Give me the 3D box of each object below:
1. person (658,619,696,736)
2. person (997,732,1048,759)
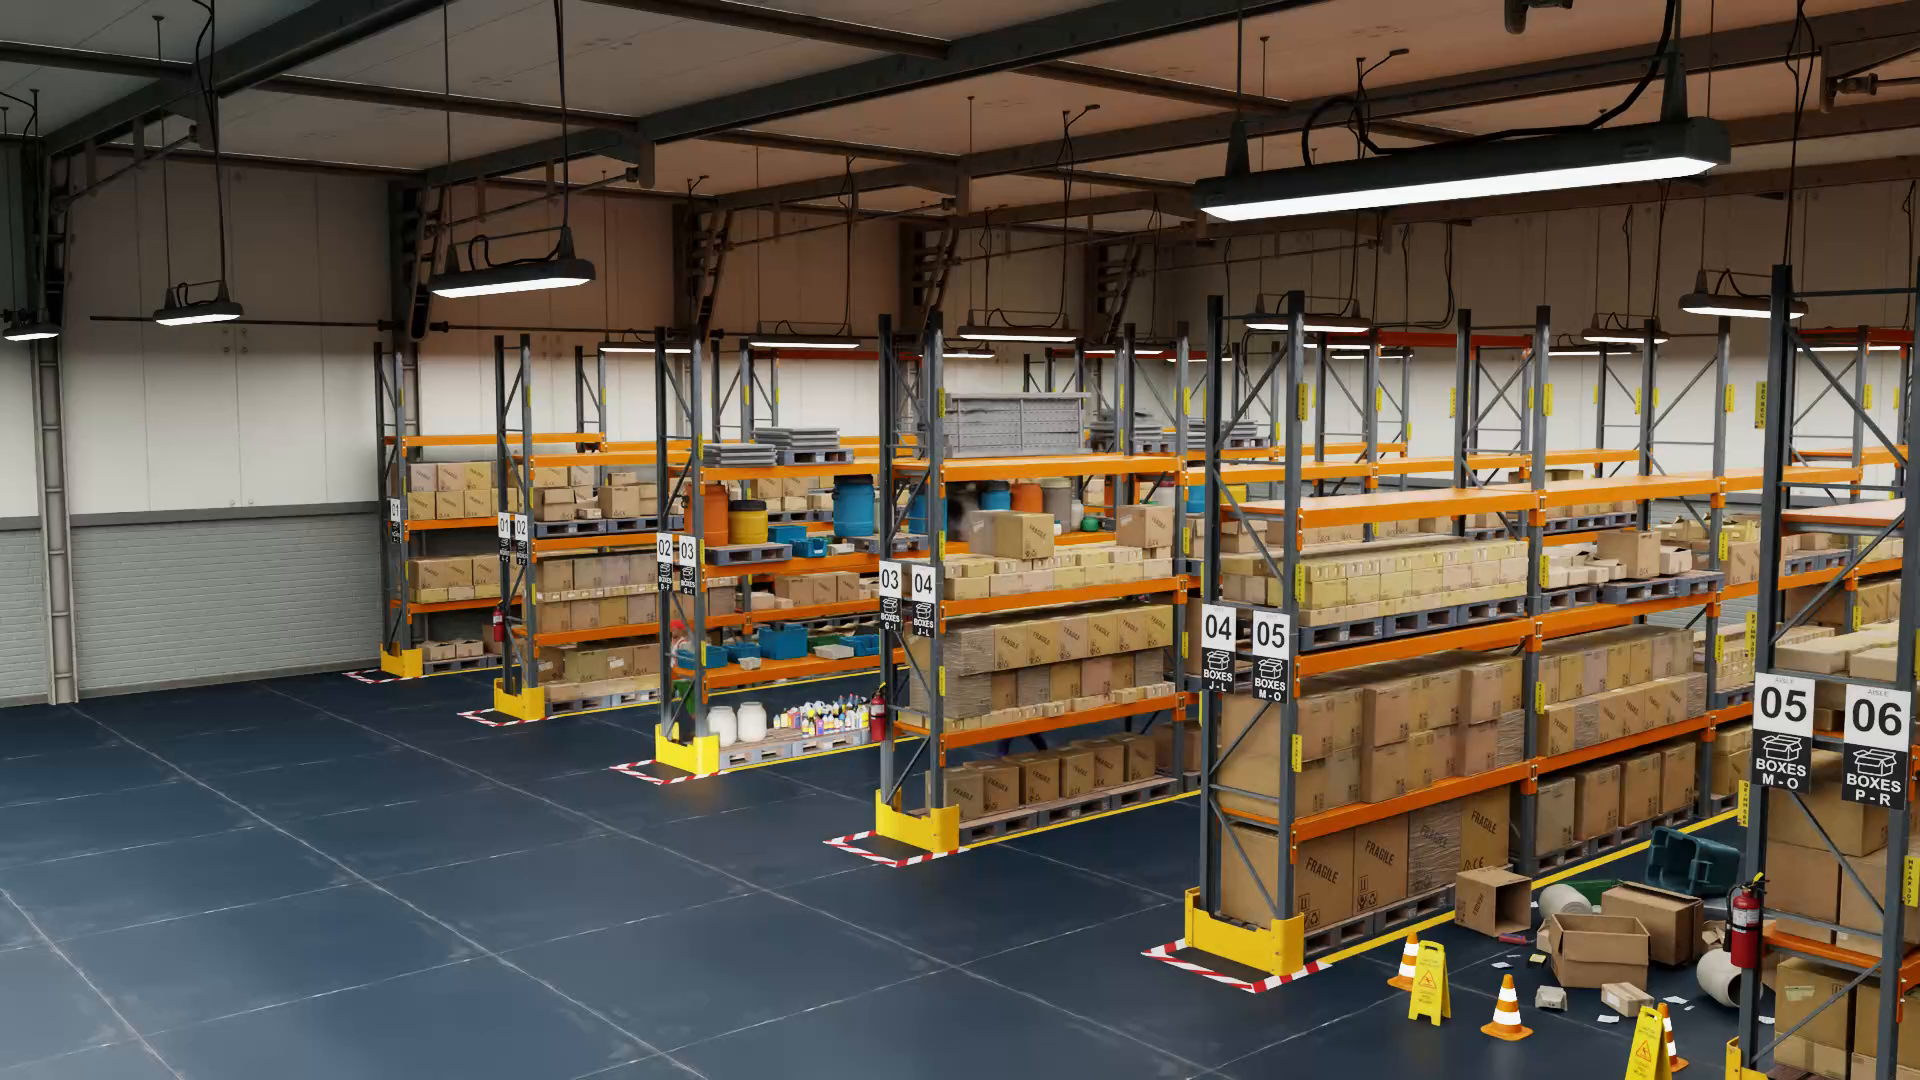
[{"bbox_3d":[-4.101,2.066,24.210,0.643,1.844,0.859,4,7,37],"label":"person"},{"bbox_3d":[0.796,2.263,22.684,0.603,1.643,0.921,5,7,43],"label":"person"}]
